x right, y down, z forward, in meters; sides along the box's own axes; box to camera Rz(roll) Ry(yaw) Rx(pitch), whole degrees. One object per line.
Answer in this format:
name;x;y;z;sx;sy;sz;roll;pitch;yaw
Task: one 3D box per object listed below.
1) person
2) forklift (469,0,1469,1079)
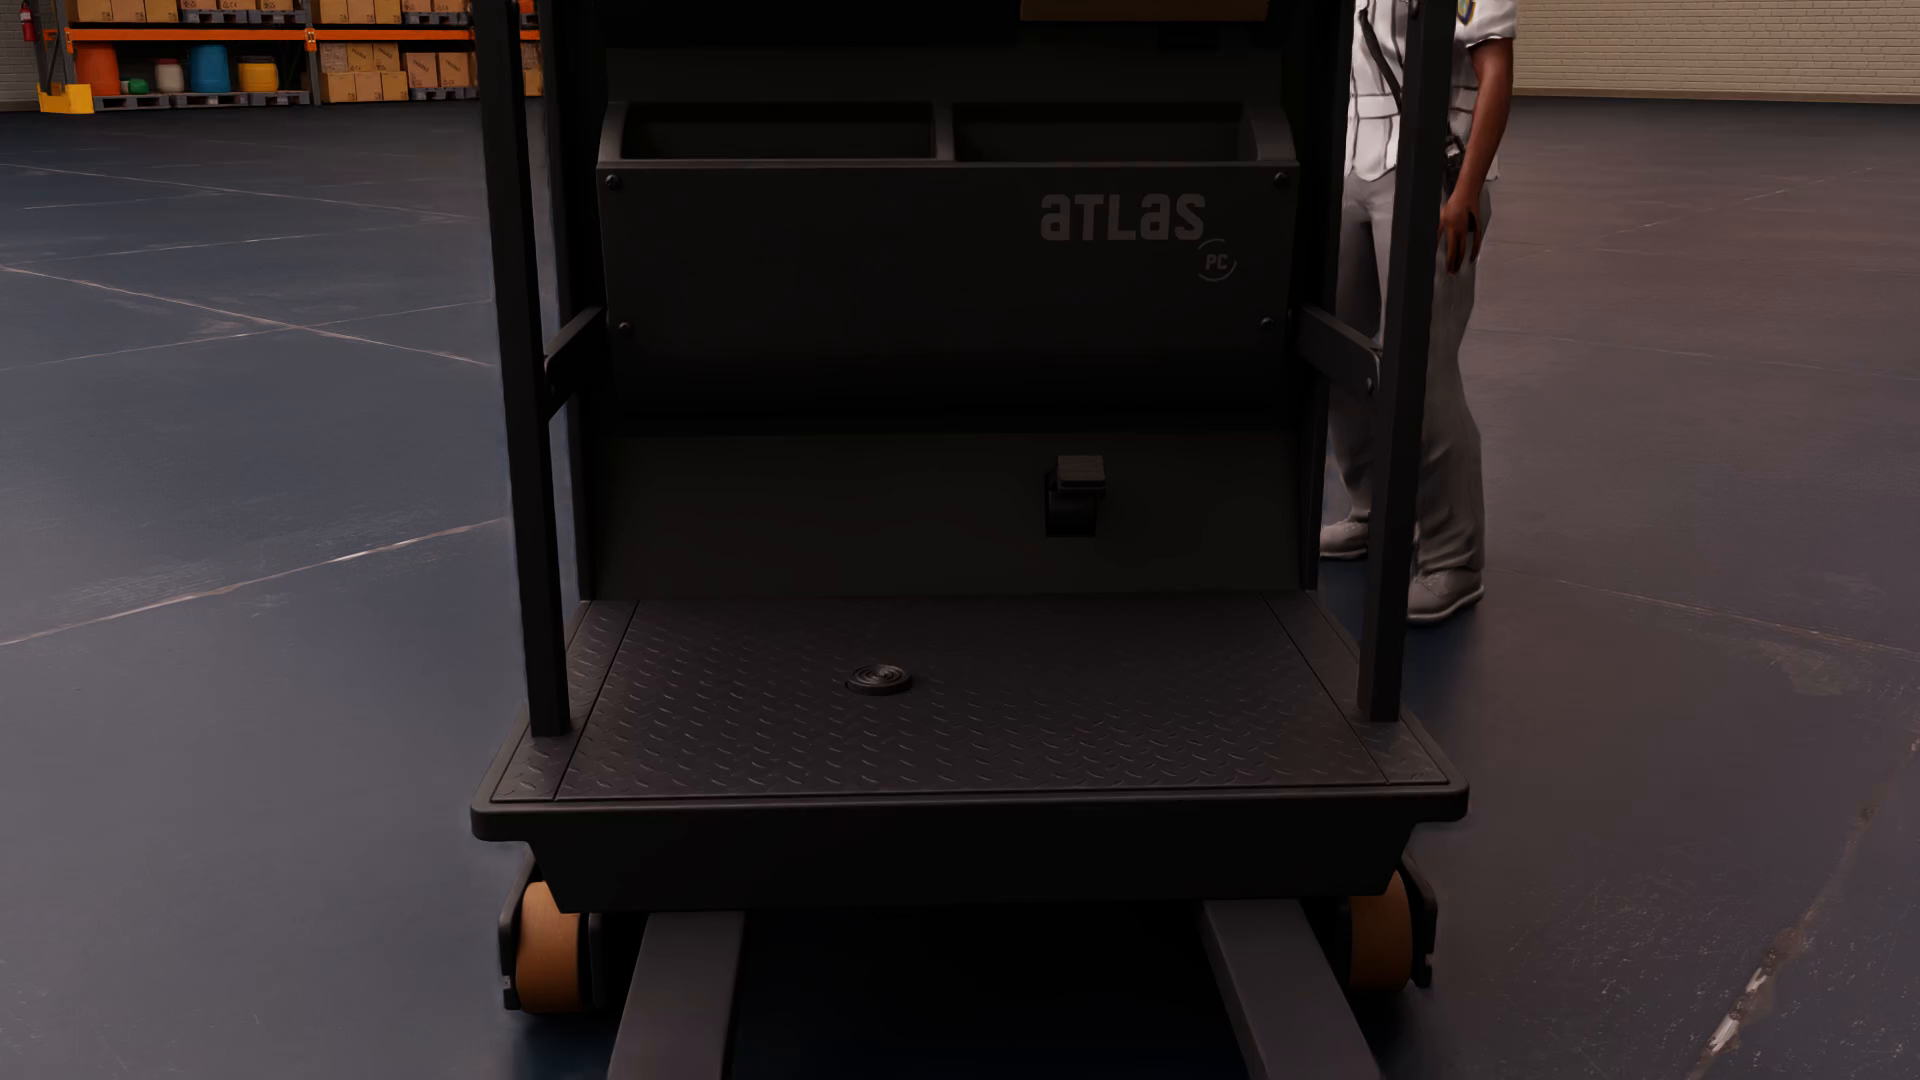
person;0.927;-0.713;3.487;0.377;1.636;0.727;-6;18;-19
forklift;-0.003;-0.918;1.920;1.130;2.935;3.031;-1;17;-2
